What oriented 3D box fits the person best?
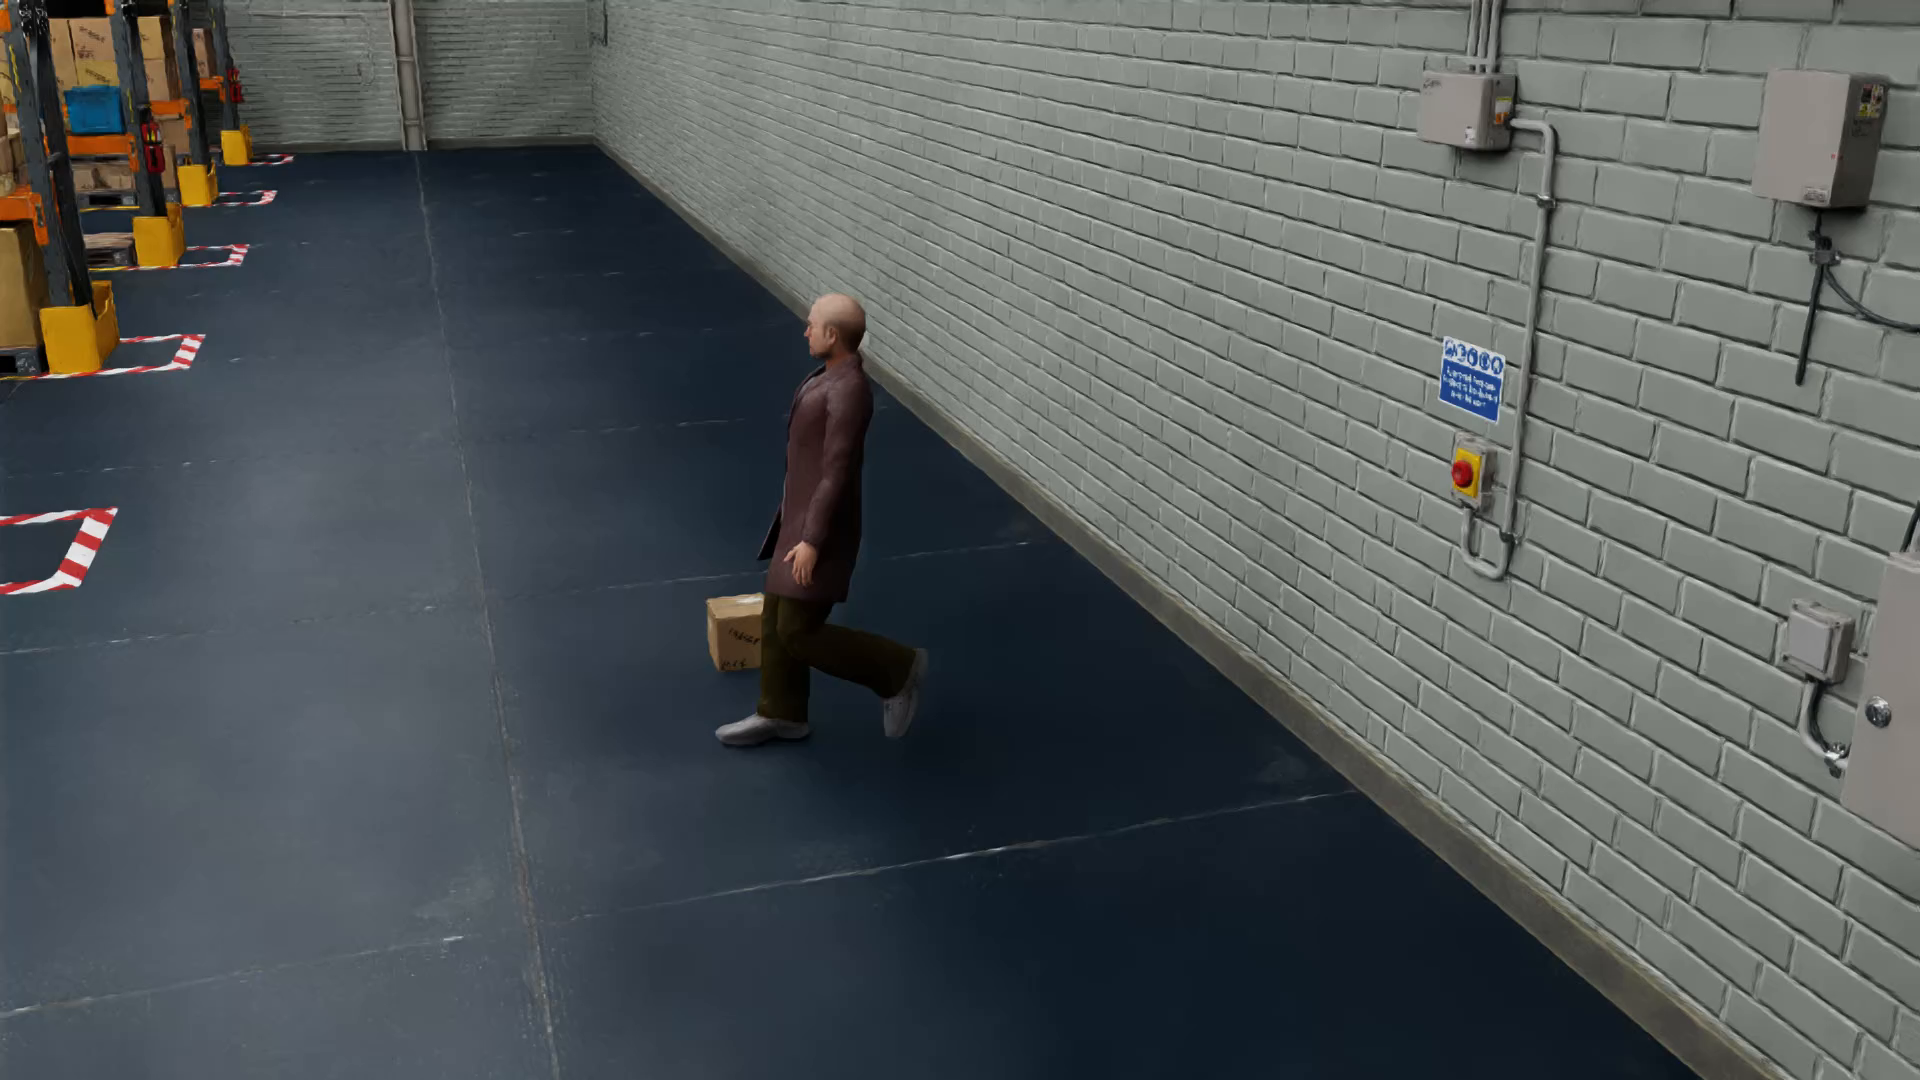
[{"bbox_3d":[-0.542,-0.041,6.227,0.819,1.764,0.617,-3,19,-9],"label":"person"}]
